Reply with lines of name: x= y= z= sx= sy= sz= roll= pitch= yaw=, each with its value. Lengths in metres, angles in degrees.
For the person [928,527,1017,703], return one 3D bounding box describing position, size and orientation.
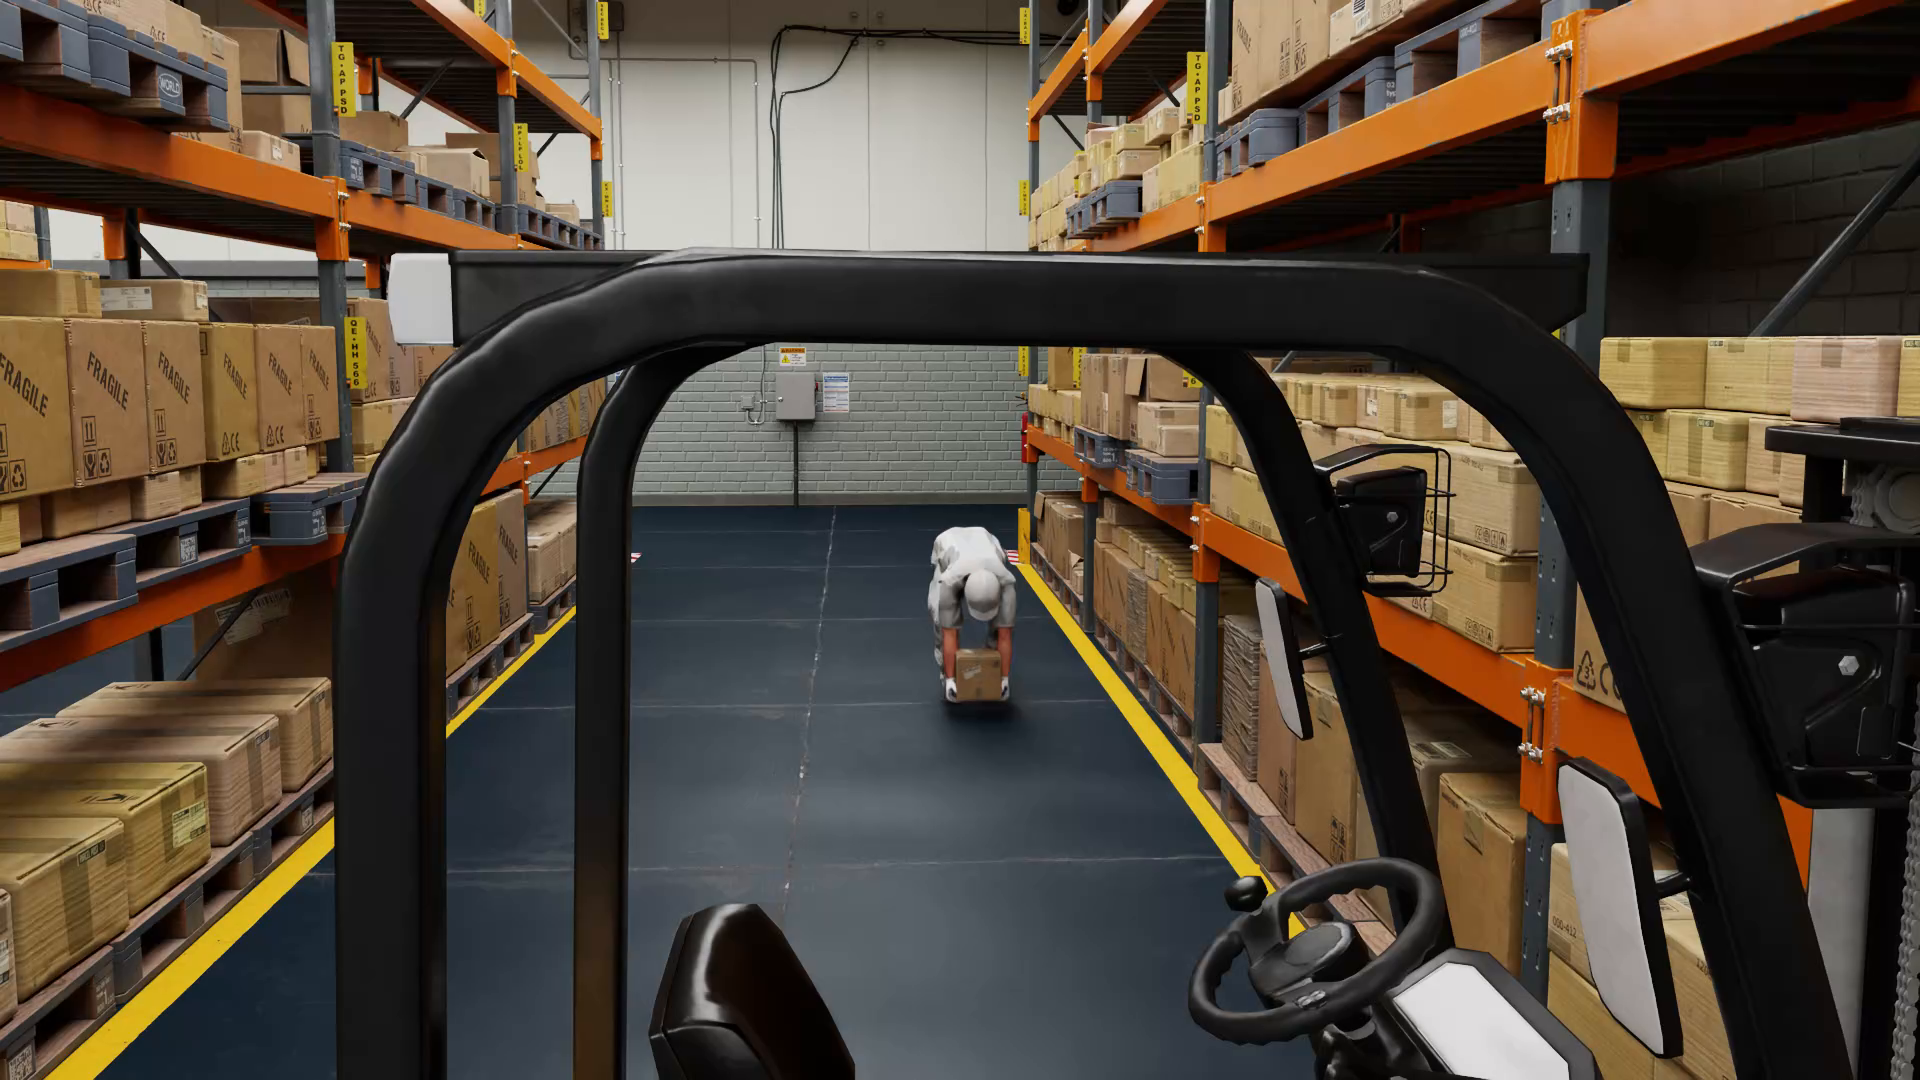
person: x=0.087 y=0.453 z=9.593 sx=0.522 sy=1.010 sz=0.952 roll=-1 pitch=7 yaw=-8
